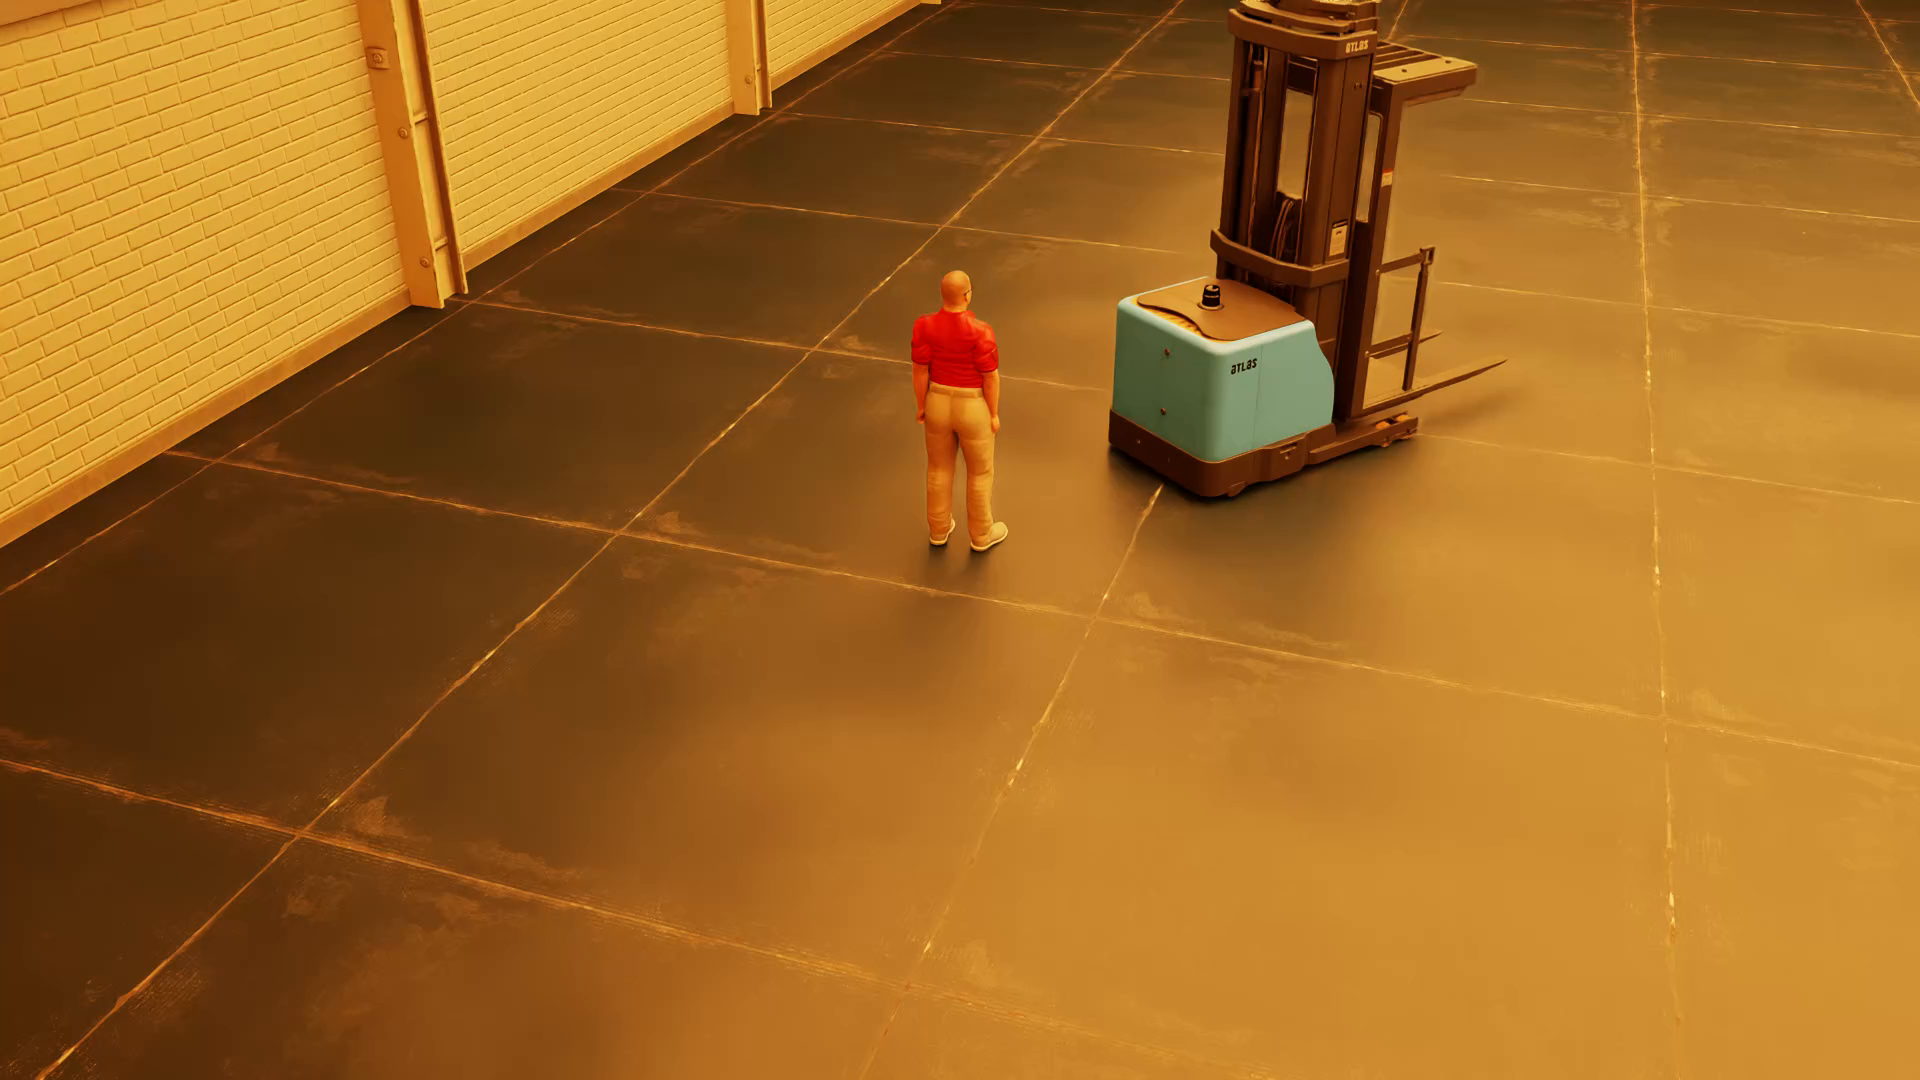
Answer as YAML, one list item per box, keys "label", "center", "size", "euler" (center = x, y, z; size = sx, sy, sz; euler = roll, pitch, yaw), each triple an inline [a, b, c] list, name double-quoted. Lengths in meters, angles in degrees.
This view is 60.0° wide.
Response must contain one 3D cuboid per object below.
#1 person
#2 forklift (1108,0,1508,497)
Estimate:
- label: "person"
  center: [0.000, -0.757, 9.684]
  size: [0.526, 1.728, 0.385]
  euler: [10, 31, 16]
- label: "forklift"
  center: [2.497, -2.097, 10.815]
  size: [3.031, 2.935, 1.130]
  euler: [-19, 35, -29]
